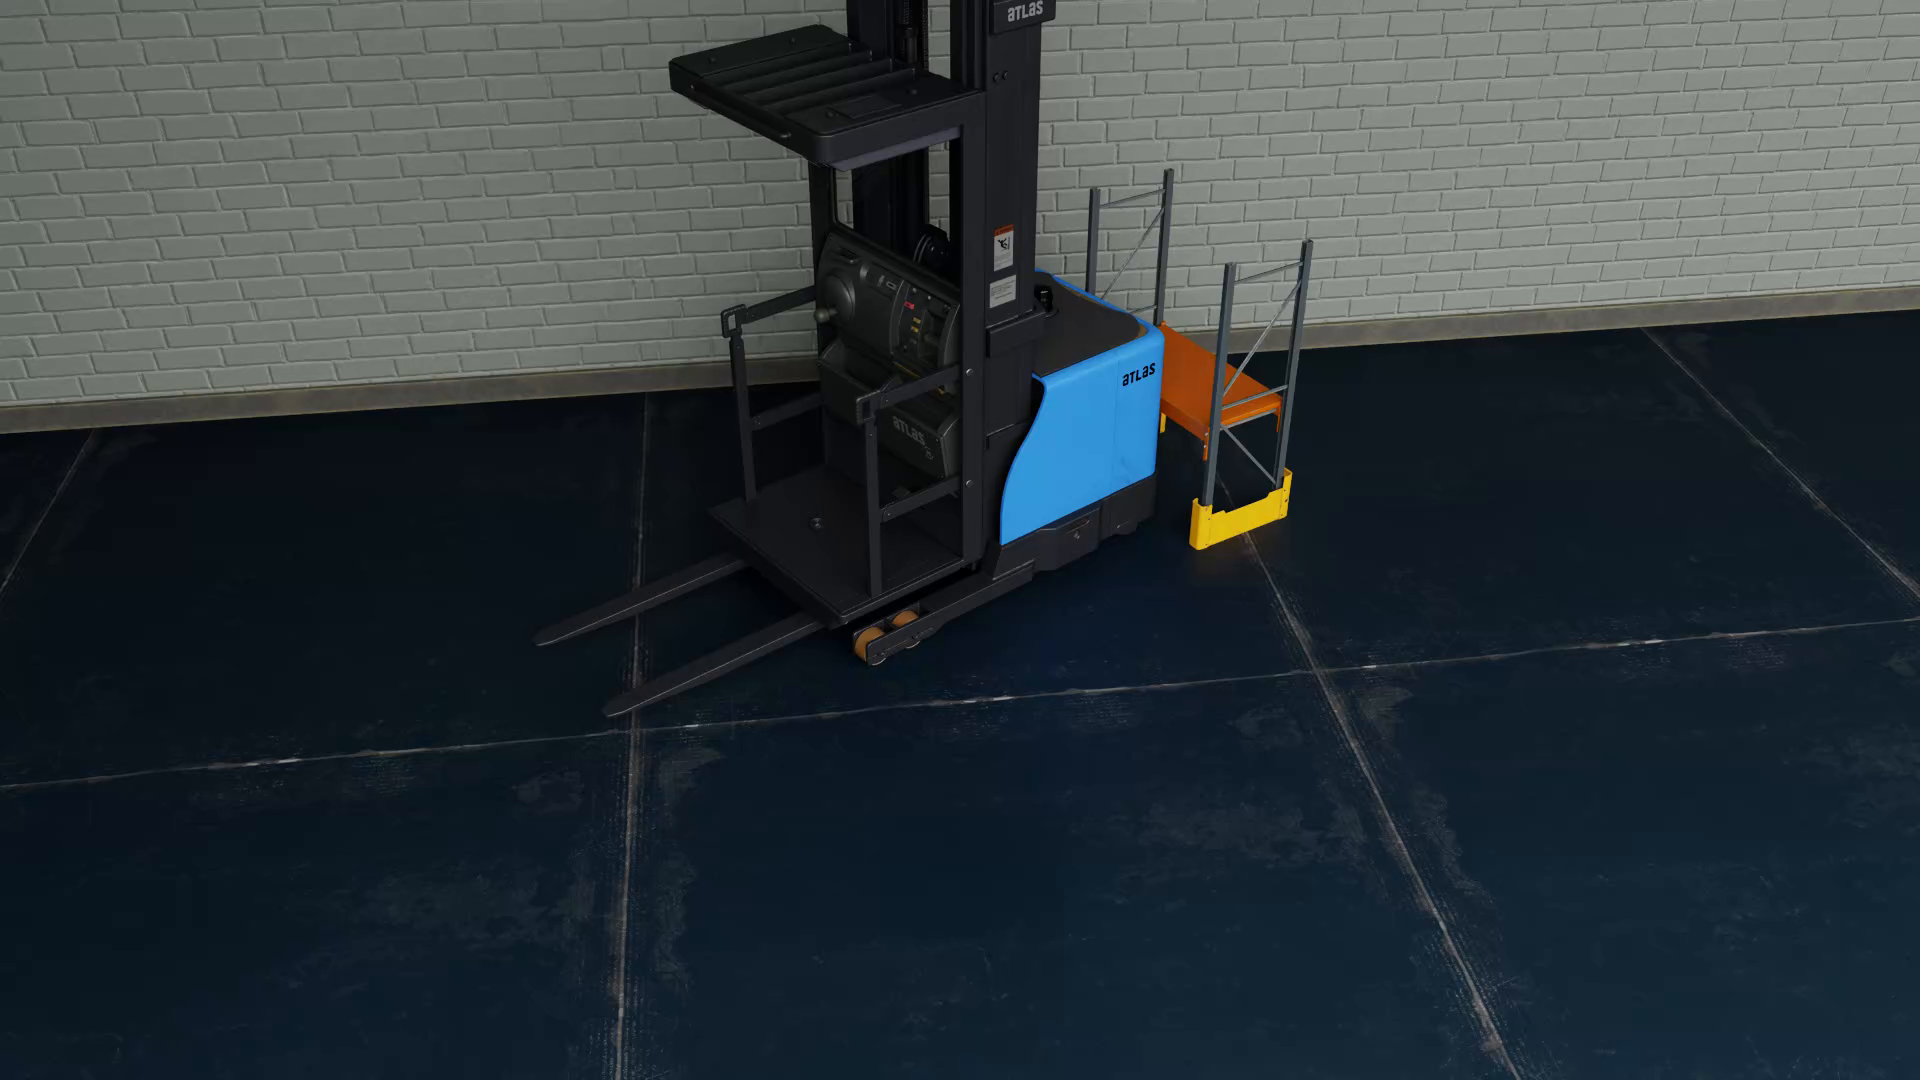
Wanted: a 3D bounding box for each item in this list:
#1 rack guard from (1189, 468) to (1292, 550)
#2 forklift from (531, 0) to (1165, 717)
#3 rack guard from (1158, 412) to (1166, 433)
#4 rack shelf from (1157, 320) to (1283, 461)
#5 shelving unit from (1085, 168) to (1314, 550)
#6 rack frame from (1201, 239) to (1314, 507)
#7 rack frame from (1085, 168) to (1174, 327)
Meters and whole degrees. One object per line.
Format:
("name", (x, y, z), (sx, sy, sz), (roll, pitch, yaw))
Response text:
("rack guard", (1.395, -0.159, 8.262), (0.587, 0.250, 0.087), (-20, 39, -26))
("forklift", (-0.482, -0.989, 7.099), (3.031, 2.935, 1.130), (-25, 41, -32))
("rack guard", (0.862, -0.633, 8.957), (0.587, 0.250, 0.087), (-20, 39, -26))
("rack shelf", (1.123, -0.768, 8.365), (0.538, 0.185, 1.000), (-20, 39, -26))
("shelving unit", (1.128, -0.912, 8.257), (0.587, 1.500, 1.083), (-20, 39, -26))
("rack frame", (1.396, -0.675, 7.909), (0.500, 1.500, 0.032), (-20, 39, -26))
("rack frame", (0.851, -1.159, 8.618), (0.500, 1.500, 0.032), (-20, 39, -26))
